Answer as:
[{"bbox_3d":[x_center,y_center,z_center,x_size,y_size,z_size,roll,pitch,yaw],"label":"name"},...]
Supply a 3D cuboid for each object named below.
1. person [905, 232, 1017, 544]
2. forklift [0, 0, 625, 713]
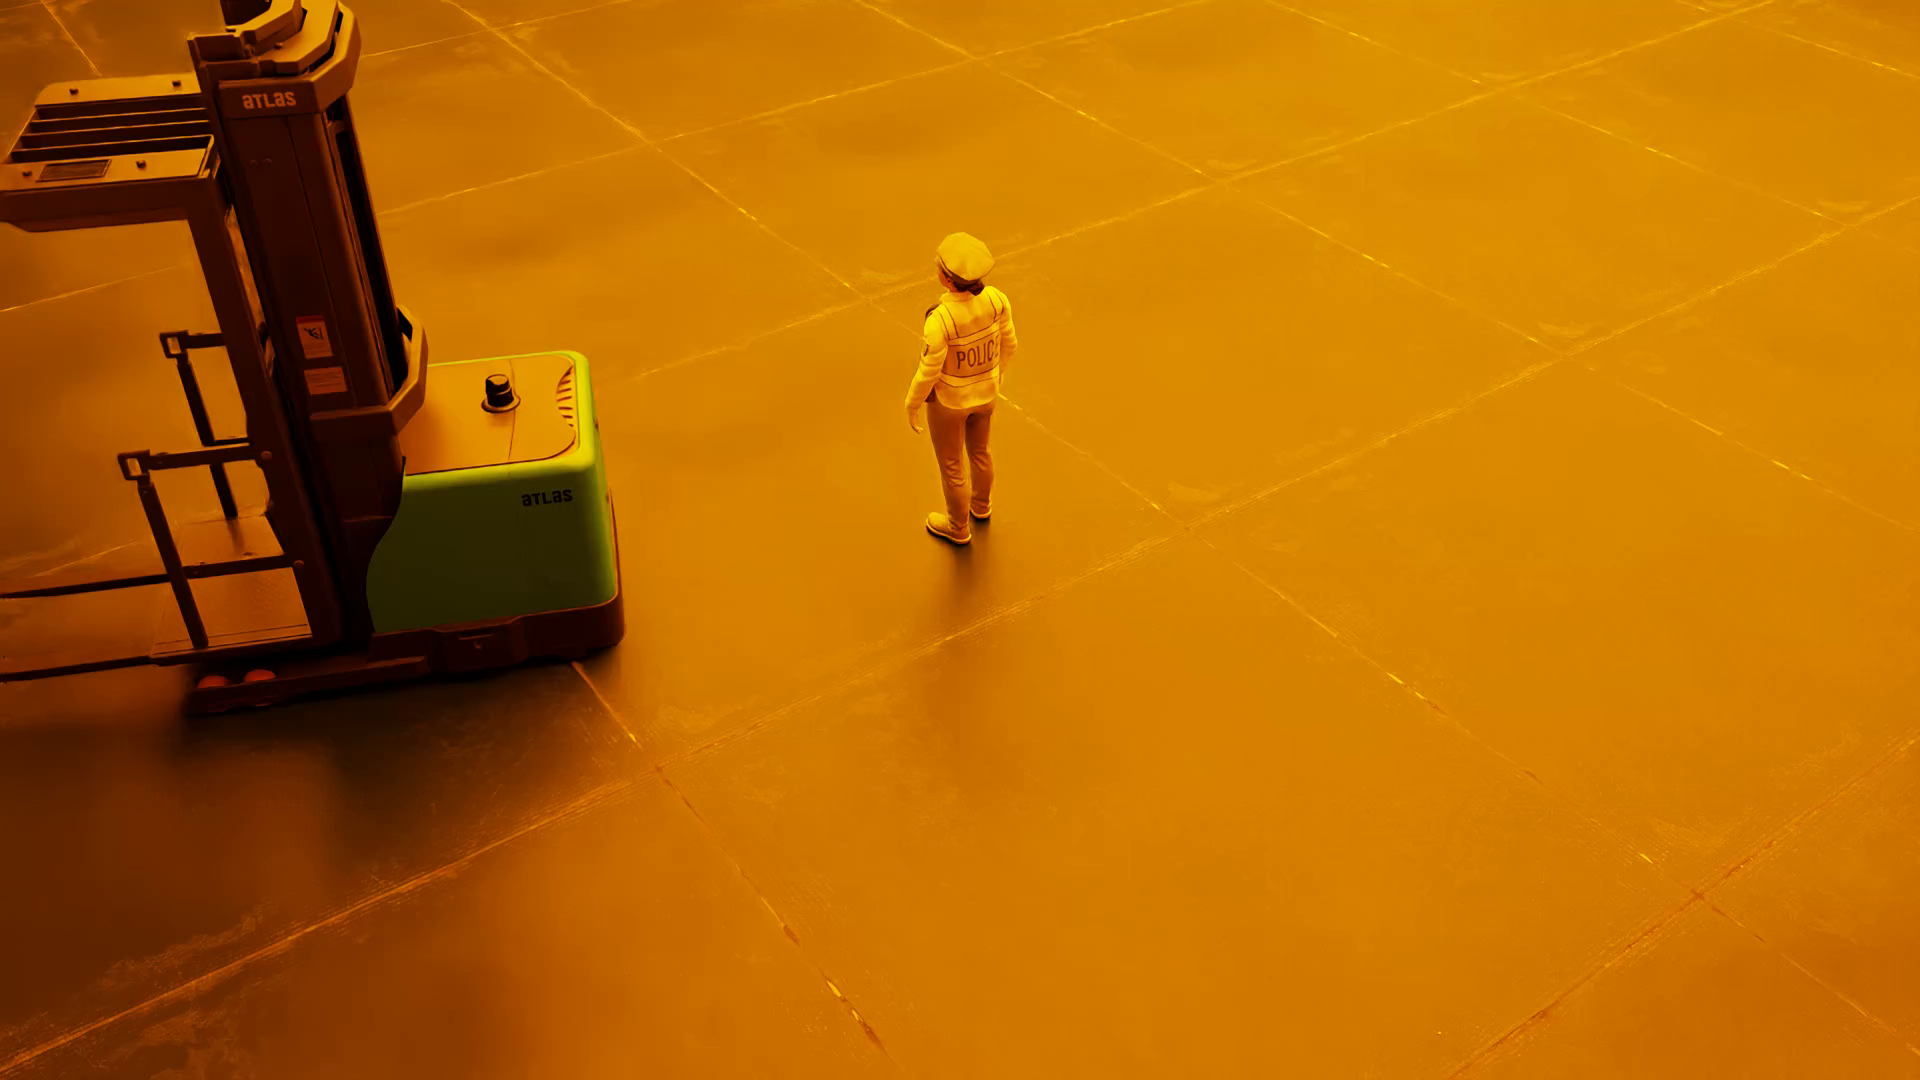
[{"bbox_3d":[-0.034,-0.723,7.950,0.586,1.694,0.531,-23,42,-28],"label":"person"},{"bbox_3d":[-3.126,-0.757,6.968,3.031,2.935,1.130,-7,37,-10],"label":"forklift"}]
